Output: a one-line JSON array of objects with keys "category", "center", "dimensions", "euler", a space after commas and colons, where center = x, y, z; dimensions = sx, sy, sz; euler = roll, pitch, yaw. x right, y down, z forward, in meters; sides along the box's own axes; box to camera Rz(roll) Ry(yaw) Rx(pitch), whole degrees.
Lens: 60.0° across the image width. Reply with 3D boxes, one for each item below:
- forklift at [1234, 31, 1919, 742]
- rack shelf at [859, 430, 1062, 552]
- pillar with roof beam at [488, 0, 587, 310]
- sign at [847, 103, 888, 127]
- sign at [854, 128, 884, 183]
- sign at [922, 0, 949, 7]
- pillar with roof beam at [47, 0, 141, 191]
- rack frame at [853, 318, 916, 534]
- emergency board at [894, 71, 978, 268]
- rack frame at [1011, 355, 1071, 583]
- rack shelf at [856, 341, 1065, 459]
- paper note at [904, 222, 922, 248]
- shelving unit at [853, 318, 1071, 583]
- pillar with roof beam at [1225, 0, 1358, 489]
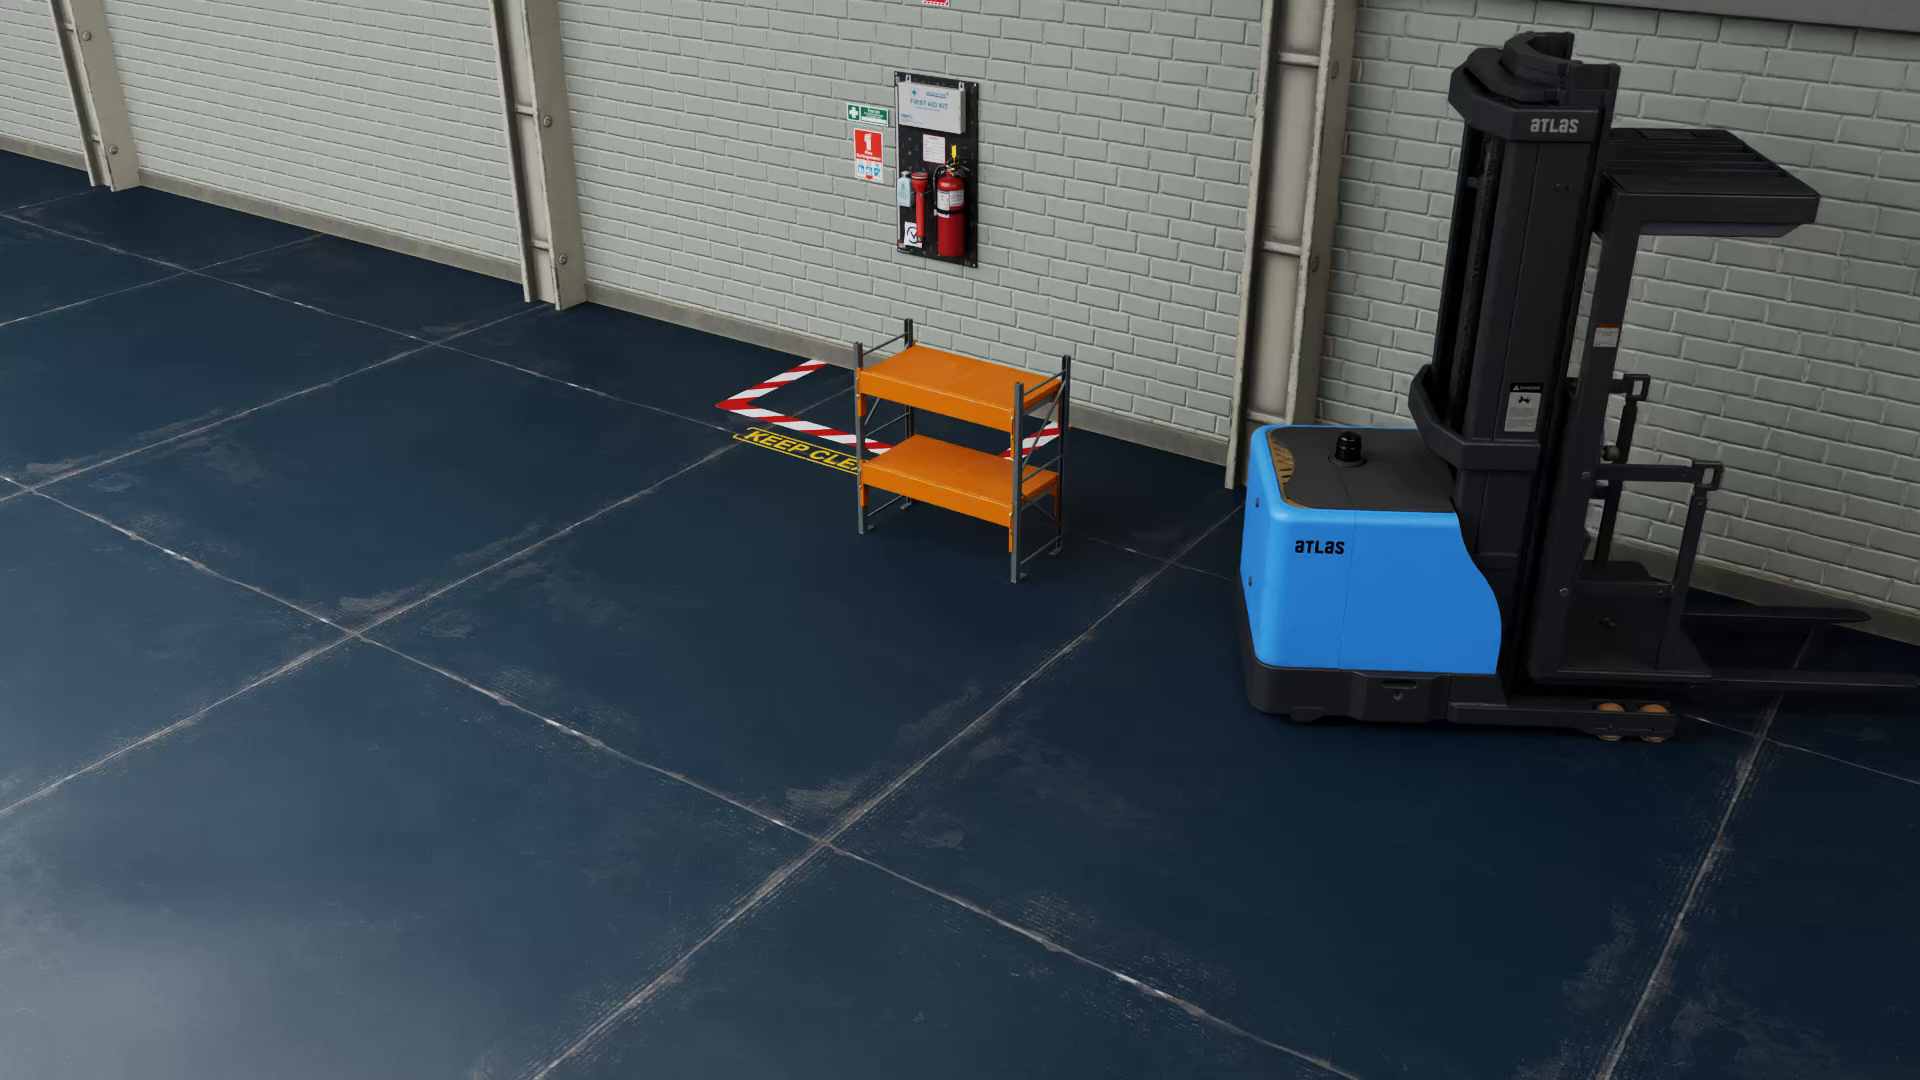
[{"category": "forklift", "center": [2.866, -0.649, 7.294], "dimensions": [3.031, 2.935, 1.130], "euler": [2, 27, 3]}, {"category": "rack shelf", "center": [0.006, -0.282, 9.102], "dimensions": [1.000, 0.278, 0.538], "euler": [17, 32, 30]}, {"category": "pillar with roof beam", "center": [-5.565, -4.263, 7.705], "dimensions": [0.400, 9.000, 9.100], "euler": [17, 32, 30]}, {"category": "sign", "center": [-0.596, -2.735, 10.693], "dimensions": [0.331, 0.109, 0.001], "euler": [17, 32, 30]}, {"category": "sign", "center": [-0.595, -2.503, 10.823], "dimensions": [0.234, 0.329, 0.001], "euler": [17, 32, 30]}, {"category": "sign", "center": [-0.147, -3.379, 10.027], "dimensions": [0.199, 0.298, 0.001], "euler": [17, 32, 30]}, {"category": "pillar with roof beam", "center": [-10.511, -5.804, 10.733], "dimensions": [0.400, 9.000, 9.100], "euler": [17, 32, 30]}, {"category": "rack frame", "center": [-0.413, -0.630, 9.248], "dimensions": [0.032, 1.125, 0.500], "euler": [17, 32, 30]}, {"category": "emergency board", "center": [-0.197, -2.307, 10.476], "dimensions": [0.643, 1.169, 0.194], "euler": [17, 32, 30]}, {"category": "rack frame", "center": [0.425, -0.369, 8.735], "dimensions": [0.032, 1.125, 0.500], "euler": [17, 32, 30]}, {"category": "rack shelf", "center": [0.006, -0.760, 8.859], "dimensions": [1.000, 0.278, 0.538], "euler": [17, 32, 30]}, {"category": "paper note", "center": [-0.304, -1.986, 10.816], "dimensions": [0.142, 0.148, 0.016], "euler": [17, 32, 30]}, {"category": "shelving unit", "center": [0.006, -0.500, 8.991], "dimensions": [1.048, 1.125, 0.538], "euler": [17, 32, 30]}, {"category": "pillar with roof beam", "center": [-0.619, -2.722, 4.678], "dimensions": [0.400, 9.000, 9.100], "euler": [17, 32, 30]}]
